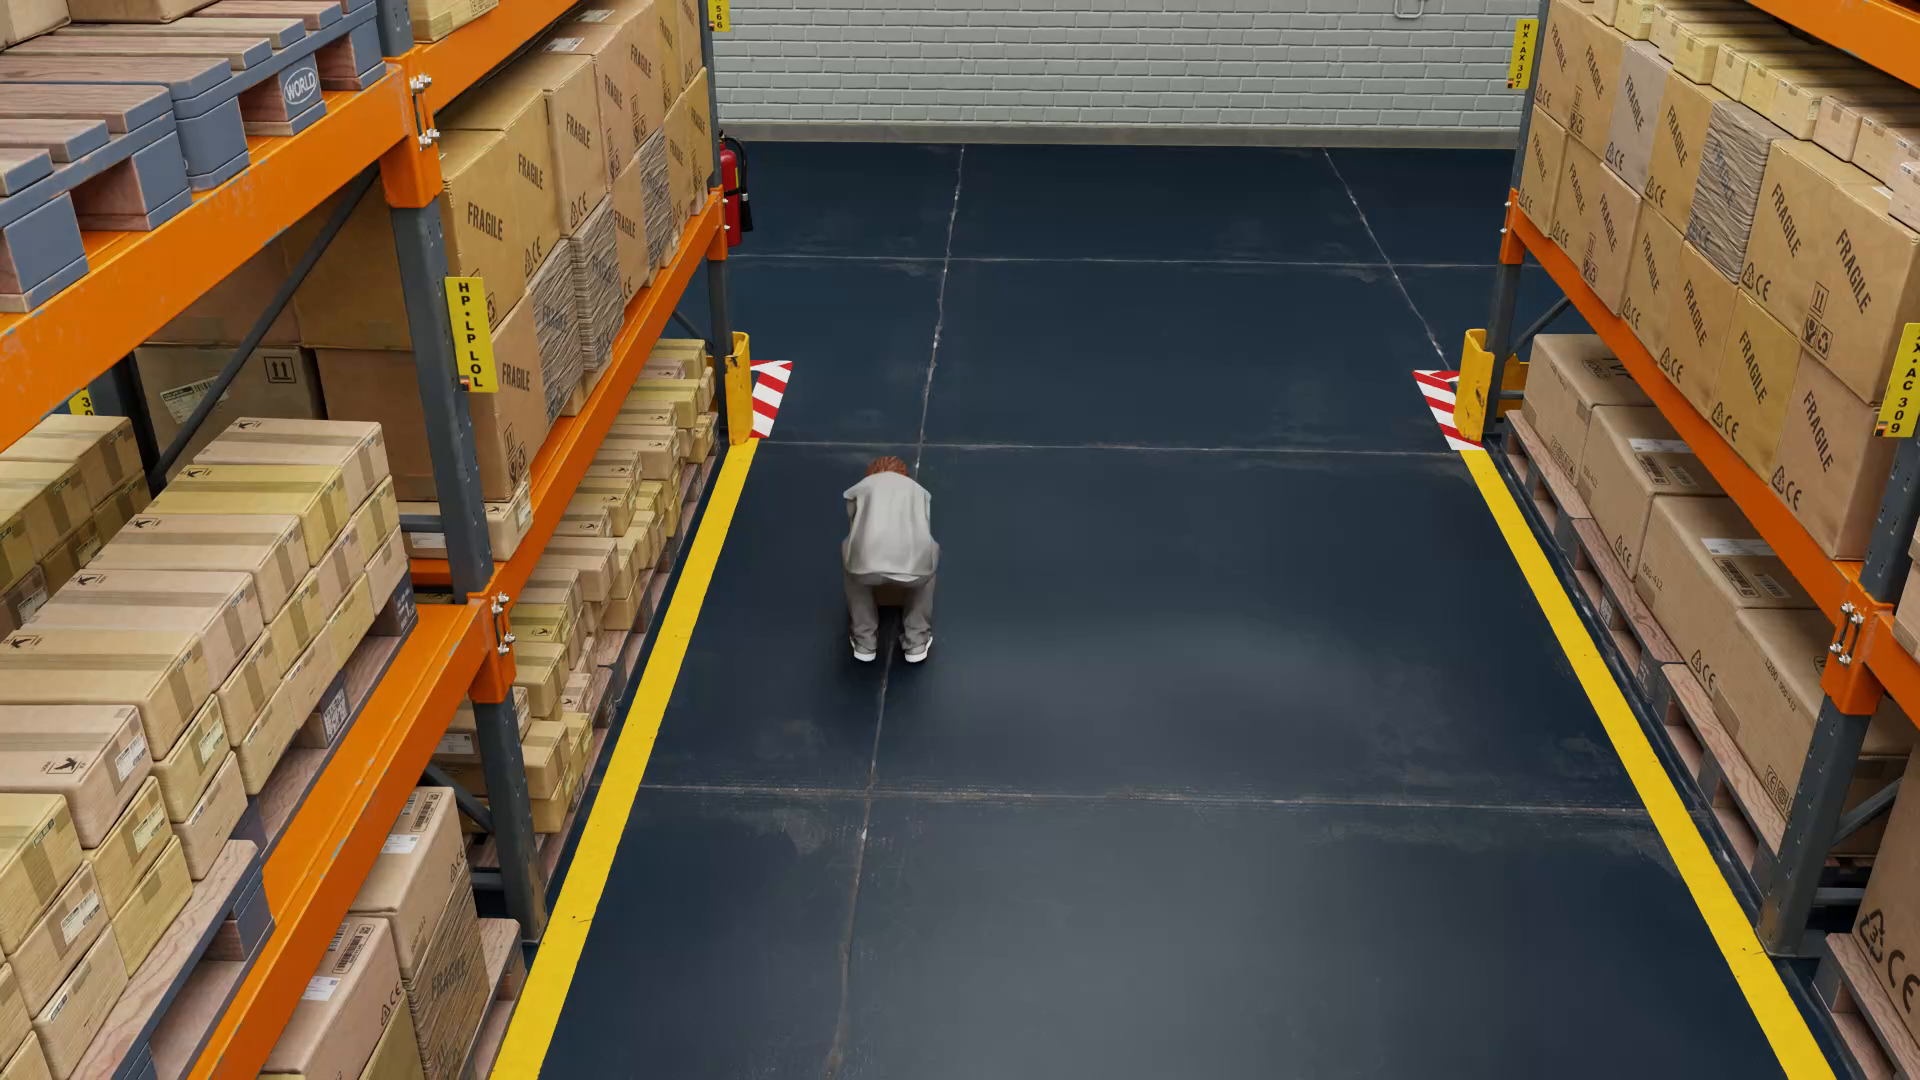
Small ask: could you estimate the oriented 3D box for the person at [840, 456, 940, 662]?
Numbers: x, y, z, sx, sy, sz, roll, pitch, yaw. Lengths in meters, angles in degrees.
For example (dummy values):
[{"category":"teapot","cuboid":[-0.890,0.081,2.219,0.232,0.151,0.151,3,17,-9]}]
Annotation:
[{"category":"person","cuboid":[-0.291,0.085,6.934,0.421,0.738,0.873,0,28,0]}]
